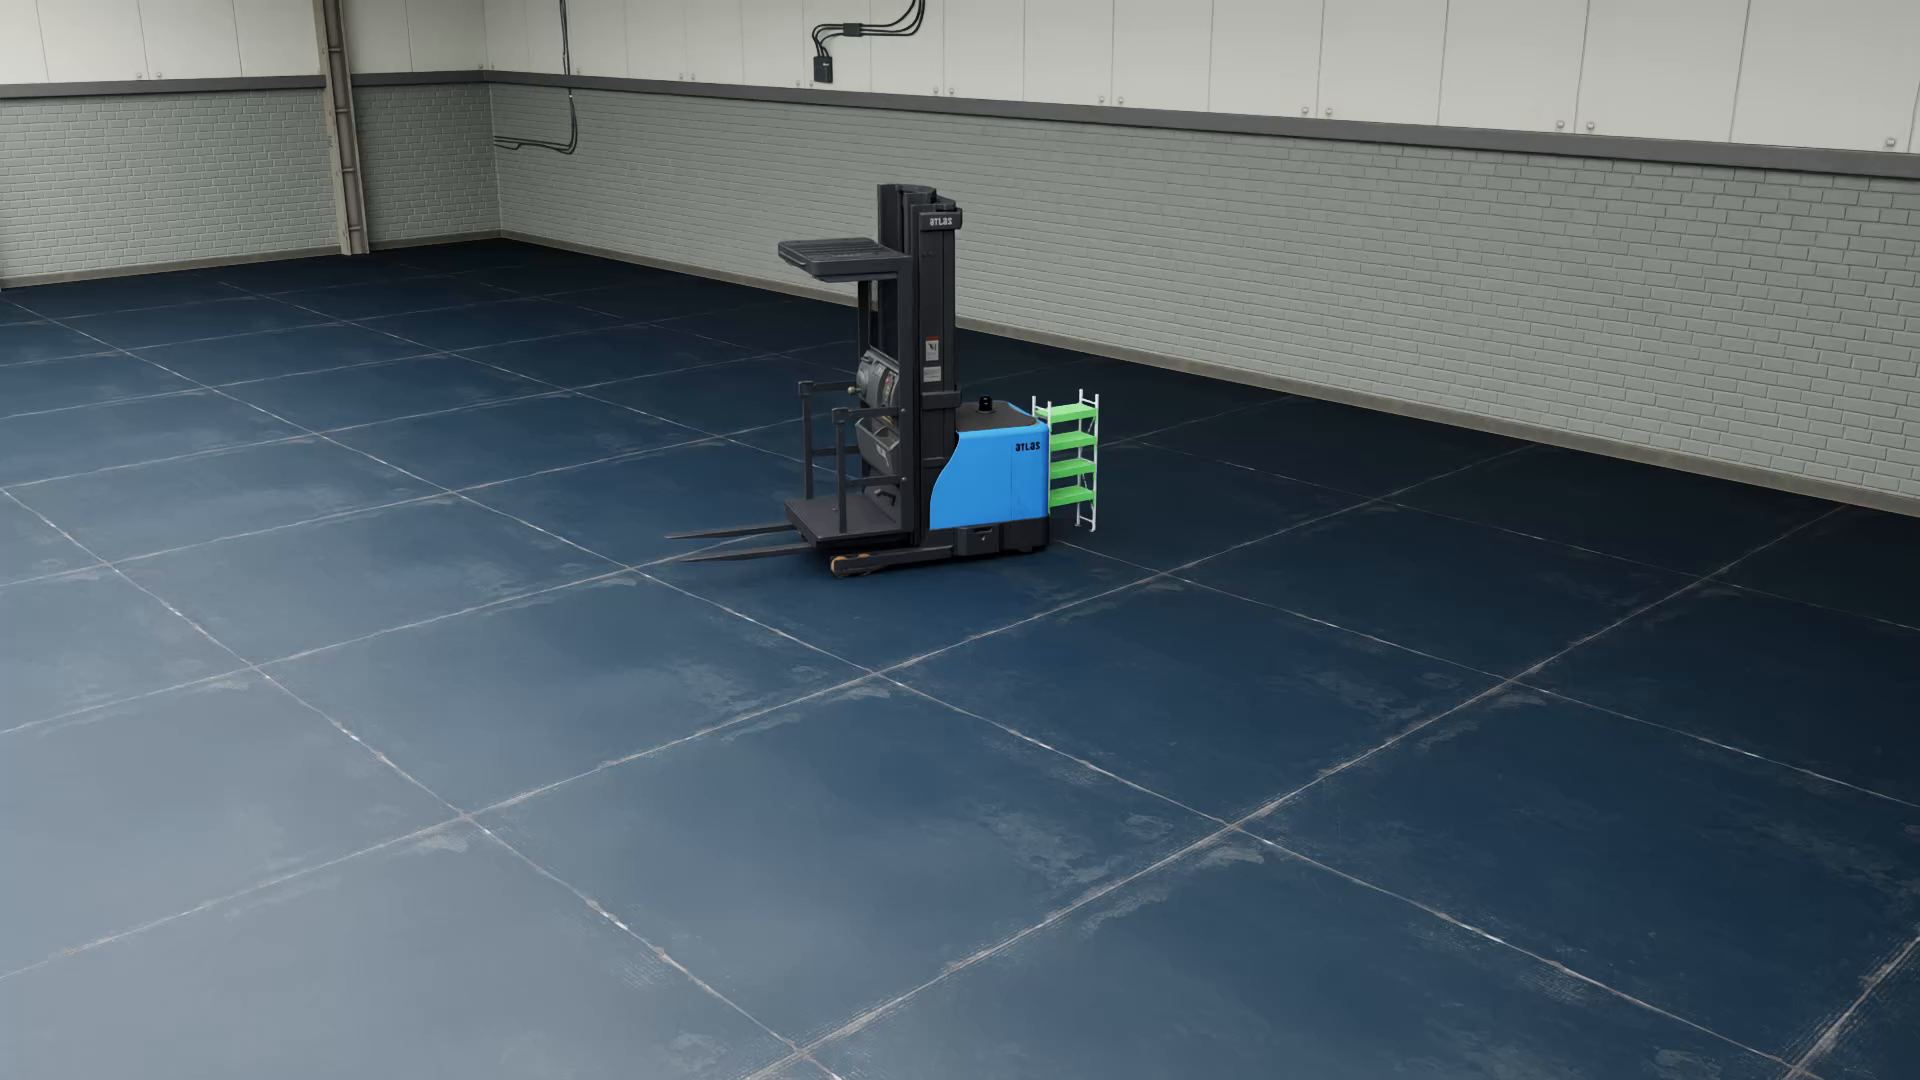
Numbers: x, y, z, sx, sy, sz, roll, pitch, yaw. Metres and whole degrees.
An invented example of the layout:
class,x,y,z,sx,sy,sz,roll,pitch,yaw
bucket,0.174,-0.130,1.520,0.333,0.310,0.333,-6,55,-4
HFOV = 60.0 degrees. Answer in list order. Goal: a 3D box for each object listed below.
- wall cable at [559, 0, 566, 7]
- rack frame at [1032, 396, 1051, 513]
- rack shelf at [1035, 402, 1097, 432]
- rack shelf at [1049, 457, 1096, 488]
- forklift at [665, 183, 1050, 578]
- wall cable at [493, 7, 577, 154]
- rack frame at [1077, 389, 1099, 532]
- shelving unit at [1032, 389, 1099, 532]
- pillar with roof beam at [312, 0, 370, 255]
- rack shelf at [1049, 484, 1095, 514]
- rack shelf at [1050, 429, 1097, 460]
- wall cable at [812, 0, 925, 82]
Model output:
class,x,y,z,sx,sy,sz,roll,pitch,yaw
wall cable,-5.951,-10.076,27.319,0.112,2.526,3.097,-16,24,-41
rack frame,0.672,-0.590,13.859,0.015,1.200,0.240,-11,21,-31
rack shelf,0.877,-1.027,13.857,0.480,0.148,0.258,-11,21,-31
rack shelf,0.877,-0.570,14.005,0.480,0.148,0.258,-11,21,-31
forklift,-0.838,-1.281,13.184,3.031,2.935,1.130,-6,19,-19
wall cable,-7.809,-8.280,29.968,0.112,2.526,3.097,-16,24,-41
rack frame,1.082,-0.672,14.111,0.015,1.200,0.240,-11,21,-31
shelving unit,0.877,-0.631,13.985,0.503,1.200,0.258,-11,21,-31
pillar with roof beam,-7.901,-8.465,25.502,0.400,9.000,9.100,-16,24,-41
rack shelf,0.877,-0.342,14.079,0.480,0.148,0.258,-11,21,-31
rack shelf,0.877,-0.798,13.931,0.480,0.148,0.258,-11,21,-31
wall cable,-1.299,-9.244,22.392,0.169,6.003,2.305,-16,24,-41
